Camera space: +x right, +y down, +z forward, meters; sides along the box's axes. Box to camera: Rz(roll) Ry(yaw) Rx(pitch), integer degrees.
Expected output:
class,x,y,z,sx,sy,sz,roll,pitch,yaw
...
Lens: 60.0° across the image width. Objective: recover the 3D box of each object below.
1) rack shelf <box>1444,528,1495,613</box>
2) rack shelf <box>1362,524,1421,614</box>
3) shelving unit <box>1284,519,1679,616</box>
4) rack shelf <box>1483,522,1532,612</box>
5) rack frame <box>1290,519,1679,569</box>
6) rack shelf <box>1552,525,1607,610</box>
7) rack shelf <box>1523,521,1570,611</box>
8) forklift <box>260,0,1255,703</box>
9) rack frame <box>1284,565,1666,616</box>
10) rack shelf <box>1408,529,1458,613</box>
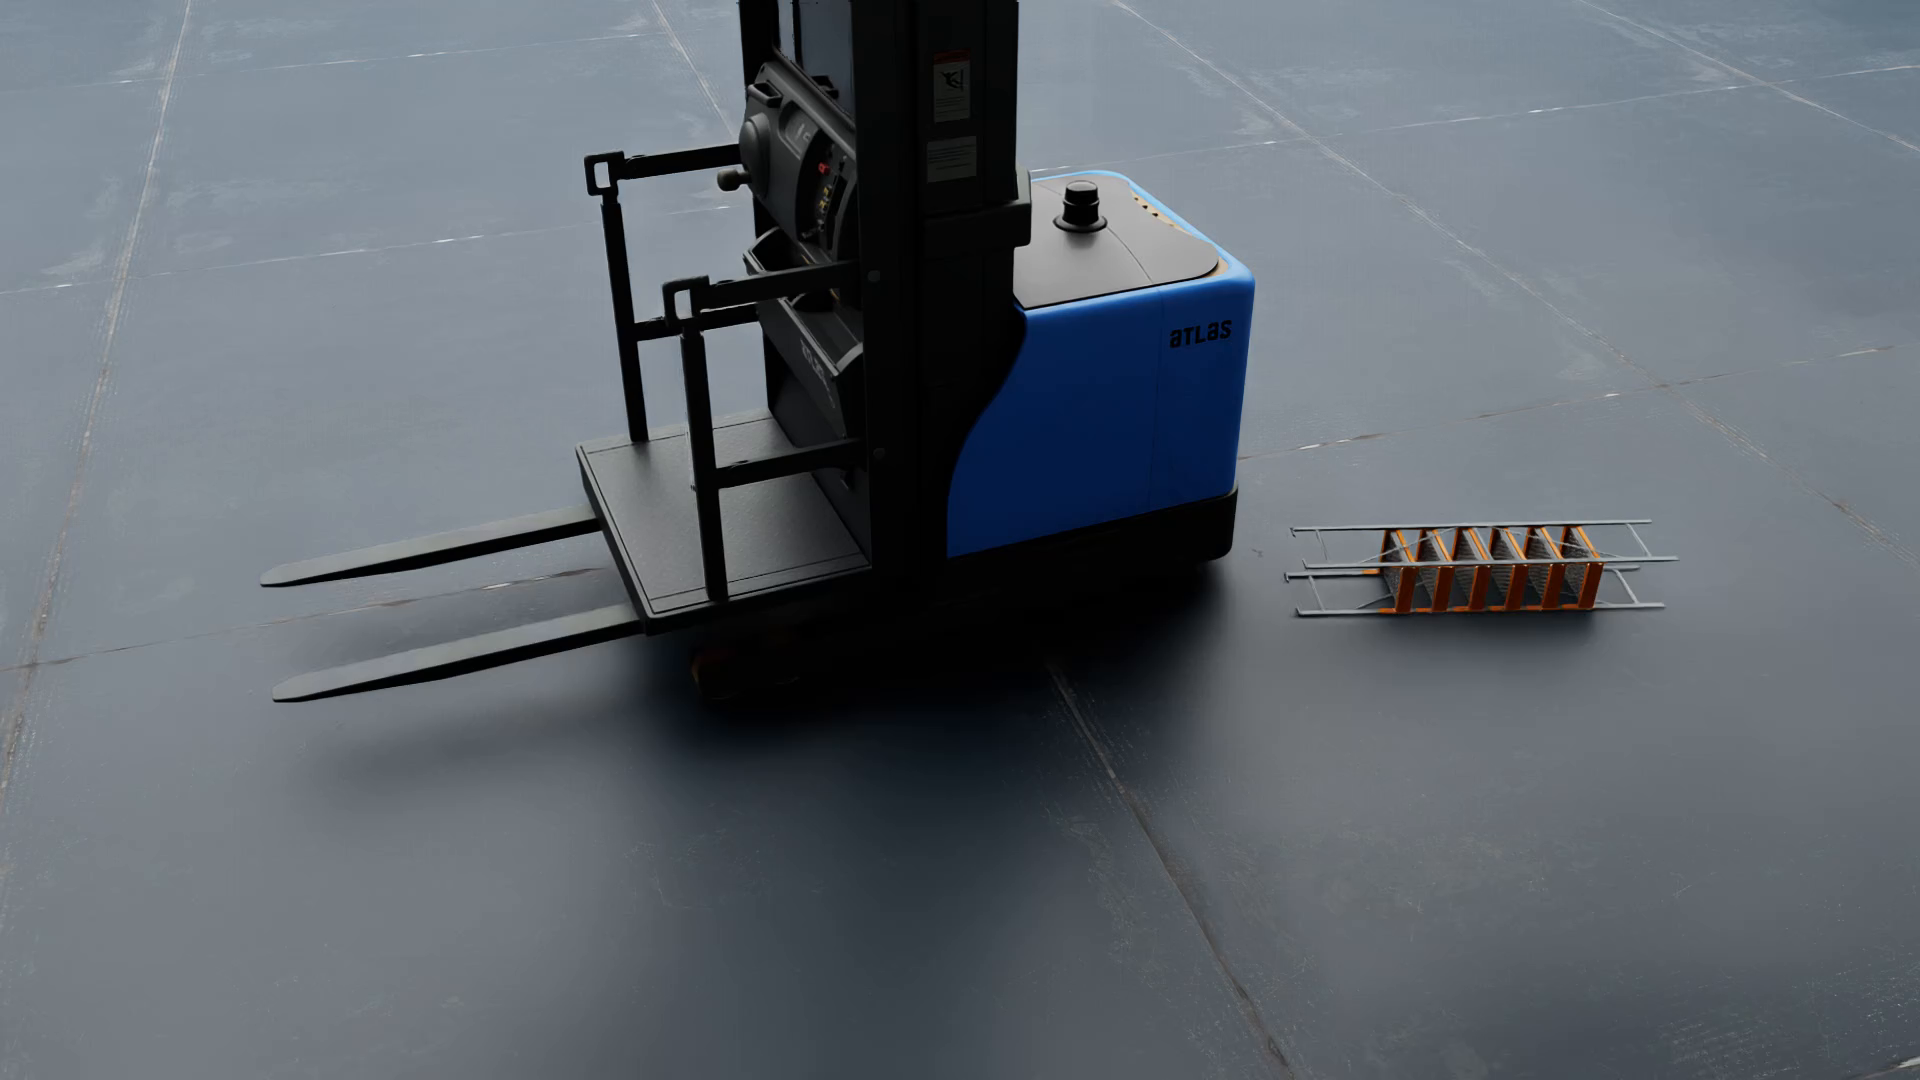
class,x,y,z,sx,sy,sz,roll,pitch,yaw
rack shelf,1.646,0.089,5.439,0.103,0.180,0.258,-1,33,-2
rack shelf,1.407,0.094,5.431,0.103,0.180,0.258,-1,33,-2
shelving unit,1.691,0.088,5.441,1.200,0.189,0.258,-1,33,-2
rack shelf,1.766,0.087,5.443,0.103,0.180,0.258,-1,33,-2
rack frame,1.691,0.012,5.390,1.200,0.006,0.240,-1,33,-2
rack shelf,2.006,0.082,5.451,0.103,0.180,0.258,-1,33,-2
rack shelf,1.886,0.084,5.447,0.103,0.180,0.258,-1,33,-2
forklift,-0.652,-1.072,4.713,3.031,2.935,1.130,-13,36,-18
rack frame,1.691,0.165,5.491,1.200,0.006,0.240,-1,33,-2
rack shelf,1.527,0.092,5.435,0.103,0.180,0.258,-1,33,-2
